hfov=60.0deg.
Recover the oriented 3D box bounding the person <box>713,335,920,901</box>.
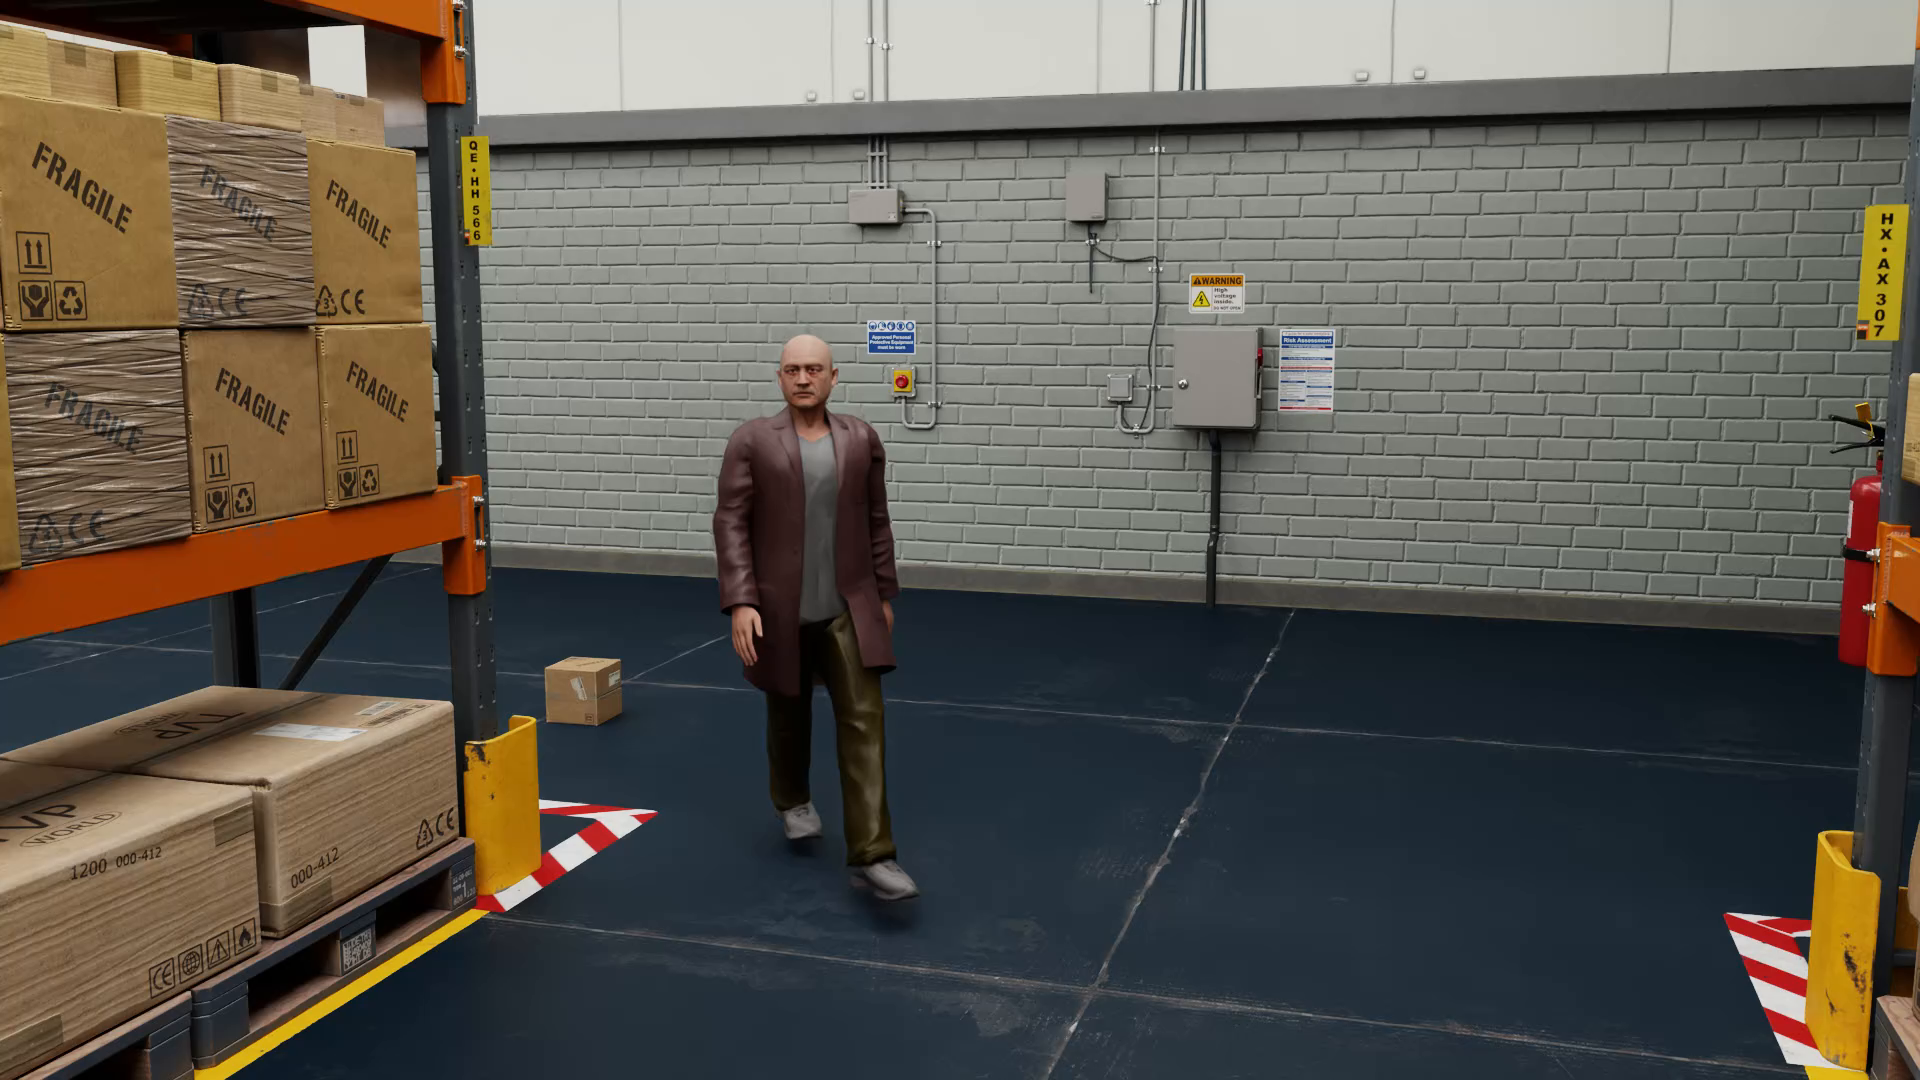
[{"bbox_3d":[-0.461,0.212,5.315,0.631,1.722,1.081,-2,8,-14],"label":"person"}]
